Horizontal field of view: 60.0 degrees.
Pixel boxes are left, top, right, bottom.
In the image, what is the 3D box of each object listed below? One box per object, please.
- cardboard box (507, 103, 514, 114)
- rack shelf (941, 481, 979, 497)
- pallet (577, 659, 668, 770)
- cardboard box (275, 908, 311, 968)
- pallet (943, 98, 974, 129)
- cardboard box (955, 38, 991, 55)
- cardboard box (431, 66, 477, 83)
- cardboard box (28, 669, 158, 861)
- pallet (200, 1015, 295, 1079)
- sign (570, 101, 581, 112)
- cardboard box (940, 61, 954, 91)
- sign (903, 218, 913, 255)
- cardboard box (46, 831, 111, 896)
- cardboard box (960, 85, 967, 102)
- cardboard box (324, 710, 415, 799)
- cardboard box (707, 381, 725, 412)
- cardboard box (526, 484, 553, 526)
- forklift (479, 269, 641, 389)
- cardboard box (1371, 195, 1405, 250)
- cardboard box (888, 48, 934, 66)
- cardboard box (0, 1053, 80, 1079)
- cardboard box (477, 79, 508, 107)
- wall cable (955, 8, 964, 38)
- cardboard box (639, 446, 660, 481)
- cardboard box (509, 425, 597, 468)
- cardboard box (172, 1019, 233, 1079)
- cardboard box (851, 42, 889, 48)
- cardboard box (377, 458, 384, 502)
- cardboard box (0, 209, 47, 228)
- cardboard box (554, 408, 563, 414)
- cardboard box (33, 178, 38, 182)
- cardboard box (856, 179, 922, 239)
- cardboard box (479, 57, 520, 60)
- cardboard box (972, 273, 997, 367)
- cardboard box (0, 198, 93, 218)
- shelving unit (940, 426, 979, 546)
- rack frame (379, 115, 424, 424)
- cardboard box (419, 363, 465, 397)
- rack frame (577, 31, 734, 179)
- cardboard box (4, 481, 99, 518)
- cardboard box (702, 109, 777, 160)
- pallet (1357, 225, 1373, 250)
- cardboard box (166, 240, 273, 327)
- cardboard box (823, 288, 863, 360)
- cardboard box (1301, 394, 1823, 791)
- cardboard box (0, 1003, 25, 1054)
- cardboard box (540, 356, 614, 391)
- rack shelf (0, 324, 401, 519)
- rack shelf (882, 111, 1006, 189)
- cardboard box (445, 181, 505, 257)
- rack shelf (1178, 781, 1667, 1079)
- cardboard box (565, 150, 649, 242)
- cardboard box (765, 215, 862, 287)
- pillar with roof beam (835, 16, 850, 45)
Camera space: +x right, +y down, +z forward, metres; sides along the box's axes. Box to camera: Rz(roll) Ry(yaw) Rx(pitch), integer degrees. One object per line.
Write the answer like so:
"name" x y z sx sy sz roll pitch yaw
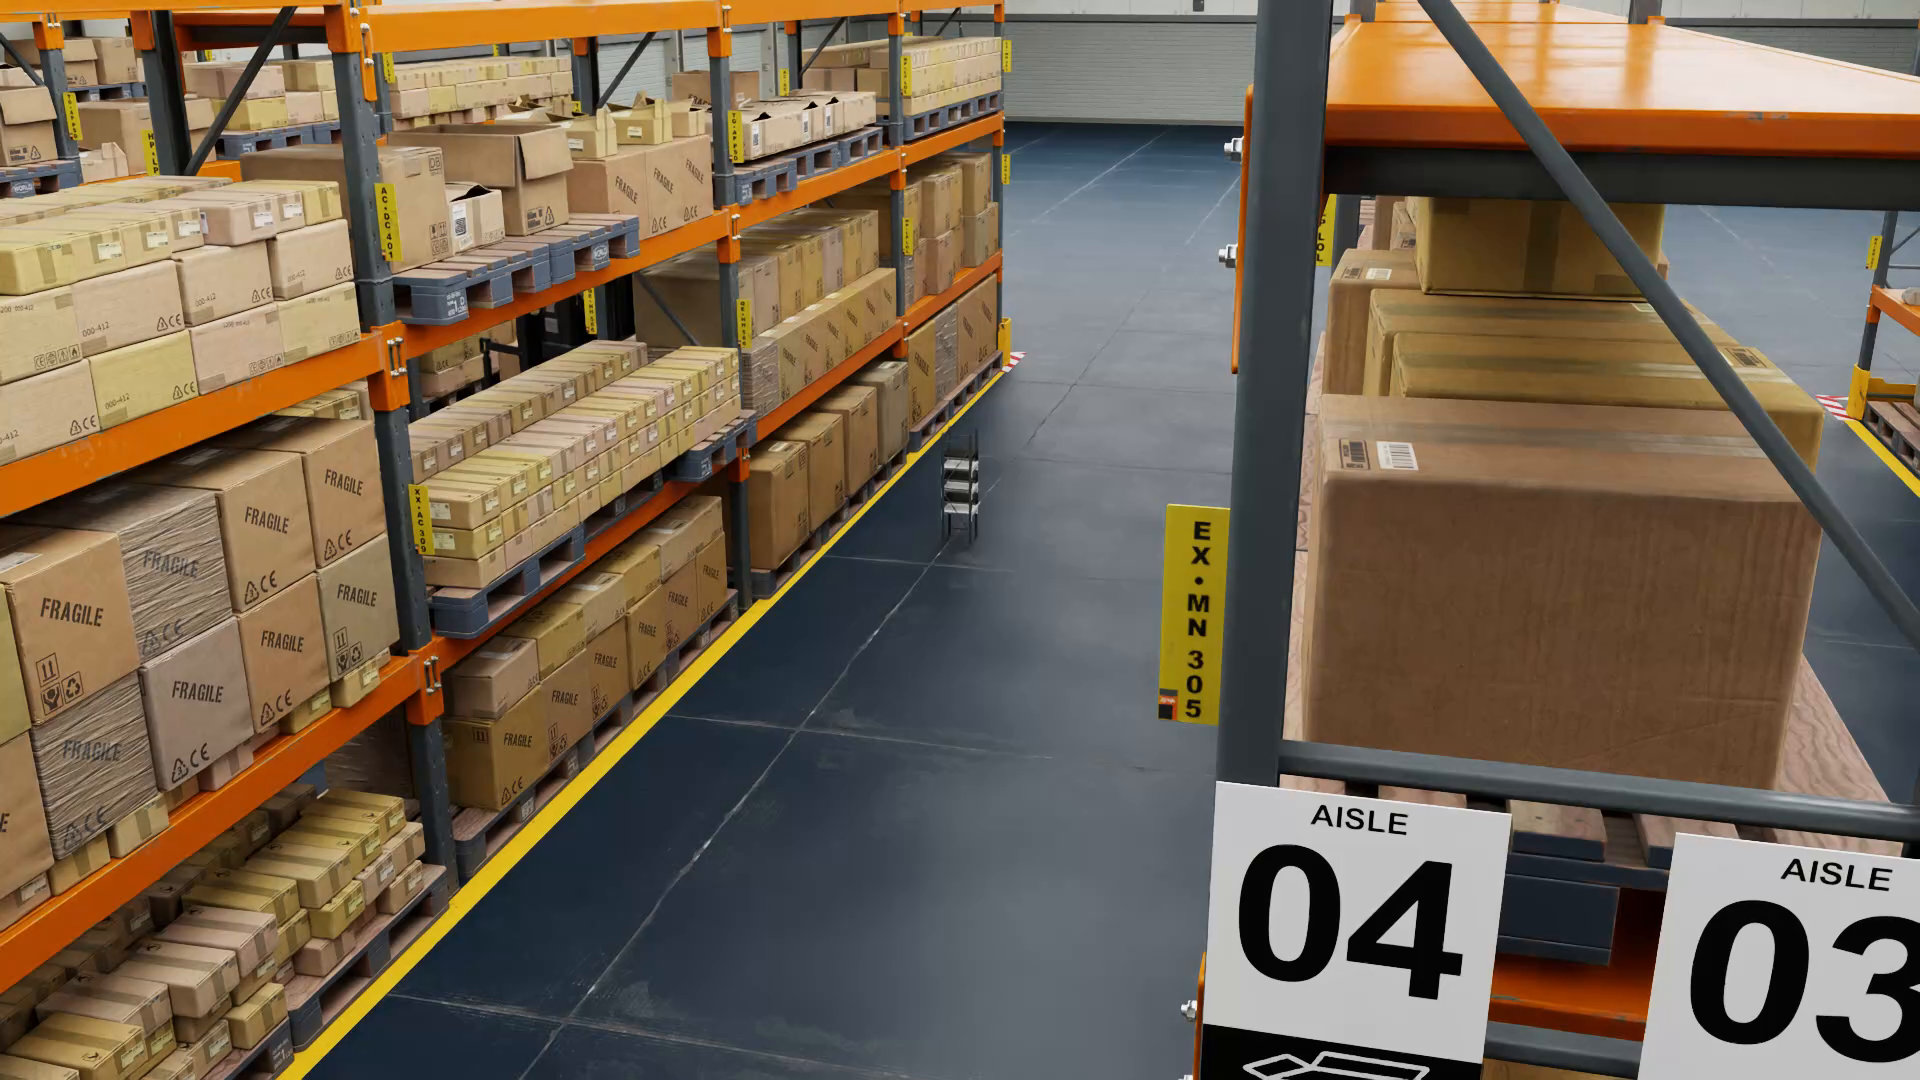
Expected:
"cardboard box" -4.999 -4.608 17.787 0.380 0.149 0.250 4 19 12
"rack shelf" -0.002 -0.392 13.045 0.258 0.077 0.200 5 19 13
"pallet" -2.466 0.971 10.017 1.003 0.211 1.213 5 19 13
"cardboard box" -2.978 1.655 7.002 0.380 0.149 0.250 5 19 14
"pallet" -0.486 -4.242 16.463 1.003 0.211 1.213 5 19 13
"cardboard box" 0.103 -5.115 17.231 0.380 0.149 0.250 5 19 14
"cardboard box" -5.162 -4.751 16.969 0.380 0.149 0.250 4 19 13
"cardboard box" -3.194 0.744 5.754 0.500 0.500 0.500 4 19 12
"pallet" -3.376 2.196 6.432 1.003 0.211 1.213 5 19 13
"sign" -2.509 -2.722 10.954 0.100 0.325 0.005 5 19 13
"cardboard box" -0.360 -4.411 15.787 0.500 0.250 0.500 4 19 13
"sign" -0.467 -2.699 14.779 0.100 0.325 0.005 5 19 13
"cardboard box" -3.199 1.084 5.763 0.380 0.149 0.250 5 20 15
"cardboard box" -0.144 -4.419 16.429 0.380 0.149 0.250 5 19 14
"cardboard box" -3.014 1.012 8.802 0.500 0.500 0.500 4 19 12
"cardboard box" -1.716 -0.920 10.520 0.380 0.149 0.250 5 20 15
"cardboard box" -2.284 -0.190 8.383 0.380 0.149 0.250 5 20 15
"forklift" -3.478 -1.871 14.131 3.031 2.935 1.130 13 23 33
"cardboard box" 1.966 -1.145 6.454 0.700 0.500 0.500 5 20 15
"cardboard box" -0.454 -4.399 15.134 0.380 0.149 0.250 4 19 13
"cardboard box" -3.277 1.930 5.738 0.380 0.149 0.250 5 20 16
"cardboard box" -5.074 -4.669 17.349 0.500 0.250 0.500 5 19 14
"wall cable" -1.370 -15.676 49.965 3.097 2.526 0.112 5 19 13
"cardboard box" -1.966 -0.461 9.637 0.380 0.149 0.250 5 20 15
"cardboard box" -2.156 -0.495 8.815 0.380 0.149 0.250 4 19 13
"cardboard box" -3.098 1.981 6.509 0.380 0.149 0.250 5 19 14
"cardboard box" -0.845 -4.768 16.215 0.380 0.149 0.250 5 19 14
"cardboard box" -2.977 -0.307 8.265 0.380 0.149 0.250 4 19 12
"cardboard box" -3.513 -1.096 5.956 0.380 0.149 0.250 4 19 12
"cardboard box" -2.535 -0.733 9.971 0.380 0.149 0.250 5 19 13
"cardboard box" -6.925 -2.749 12.344 0.380 0.149 0.250 5 19 13
"cardboard box" -0.851 -3.104 15.733 0.875 0.550 0.550 5 19 13
"cardboard box" -5.174 -5.343 18.705 0.380 0.149 0.250 5 19 13
"cardboard box" -0.120 -2.457 18.378 0.875 0.875 0.875 5 19 14
"cardboard box" -3.469 -1.178 6.198 0.380 0.149 0.250 4 19 12
"shelving unit" -0.002 -0.423 13.035 0.258 0.900 0.210 5 19 13
"rack frame" -5.821 -2.587 16.121 1.000 3.000 0.127 5 19 13
"cardboard box" -5.415 -1.648 16.977 0.500 0.250 0.500 4 19 11
"rack frame" -1.973 -3.813 10.429 1.000 3.000 0.127 5 19 13
"cardboard box" -3.562 0.060 6.210 0.500 0.500 0.500 5 19 14
"cardboard box" -1.583 -2.807 11.458 0.500 0.311 0.500 5 19 13
"pallet" 2.436 -1.324 8.075 1.003 0.211 1.213 6 20 16
"cardboard box" -2.955 -0.979 6.230 0.500 0.250 0.500 4 19 11
"cardboard box" -1.111 -1.774 13.585 0.500 0.500 0.500 5 19 14
"cardboard box" 0.932 0.077 2.723 0.700 0.500 0.500 3 19 10
"cardboard box" -3.679 1.812 6.082 0.380 0.149 0.250 4 19 12
"cardboard box" -2.401 -1.045 10.425 0.380 0.149 0.250 5 19 13
"rack shelf" -3.439 -0.173 5.524 1.077 0.370 4.000 5 19 13
"rack shelf" -0.507 -3.934 16.536 1.077 0.370 4.000 5 19 13
"cardboard box" -2.532 -1.556 7.949 0.500 0.311 0.500 4 19 13
"rack shelf" 1.346 0.251 4.285 1.077 0.370 4.000 5 19 13
"cardboard box" -2.102 -1.928 9.395 0.500 0.500 0.500 5 19 13
"cardboard box" -1.235 -2.431 13.962 0.700 0.500 0.500 4 19 12
"pillar with roof beam" 0.803 -15.987 46.070 9.100 9.000 0.400 5 19 13
